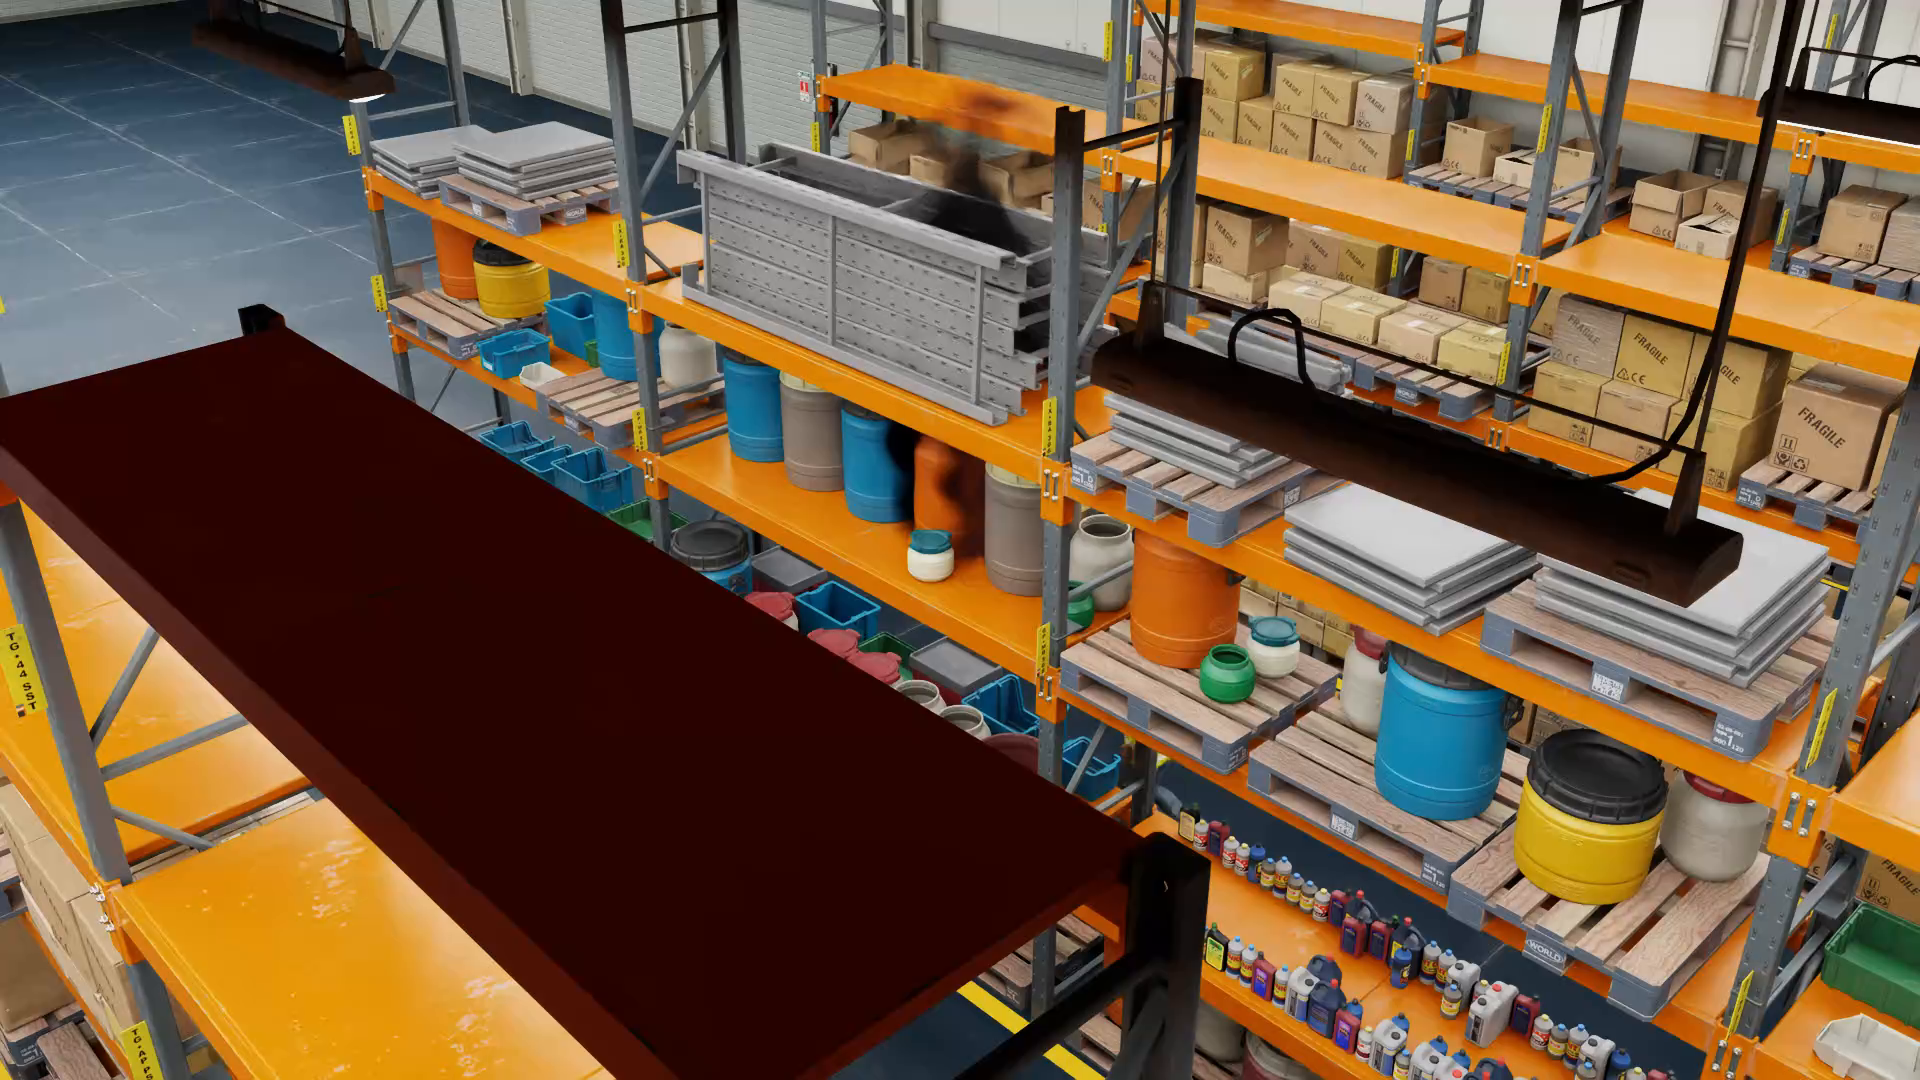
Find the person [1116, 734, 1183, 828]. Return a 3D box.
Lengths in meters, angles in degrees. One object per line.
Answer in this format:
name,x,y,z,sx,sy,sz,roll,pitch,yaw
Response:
person,1.414,1.597,12.121,0.824,1.727,0.708,23,36,36
